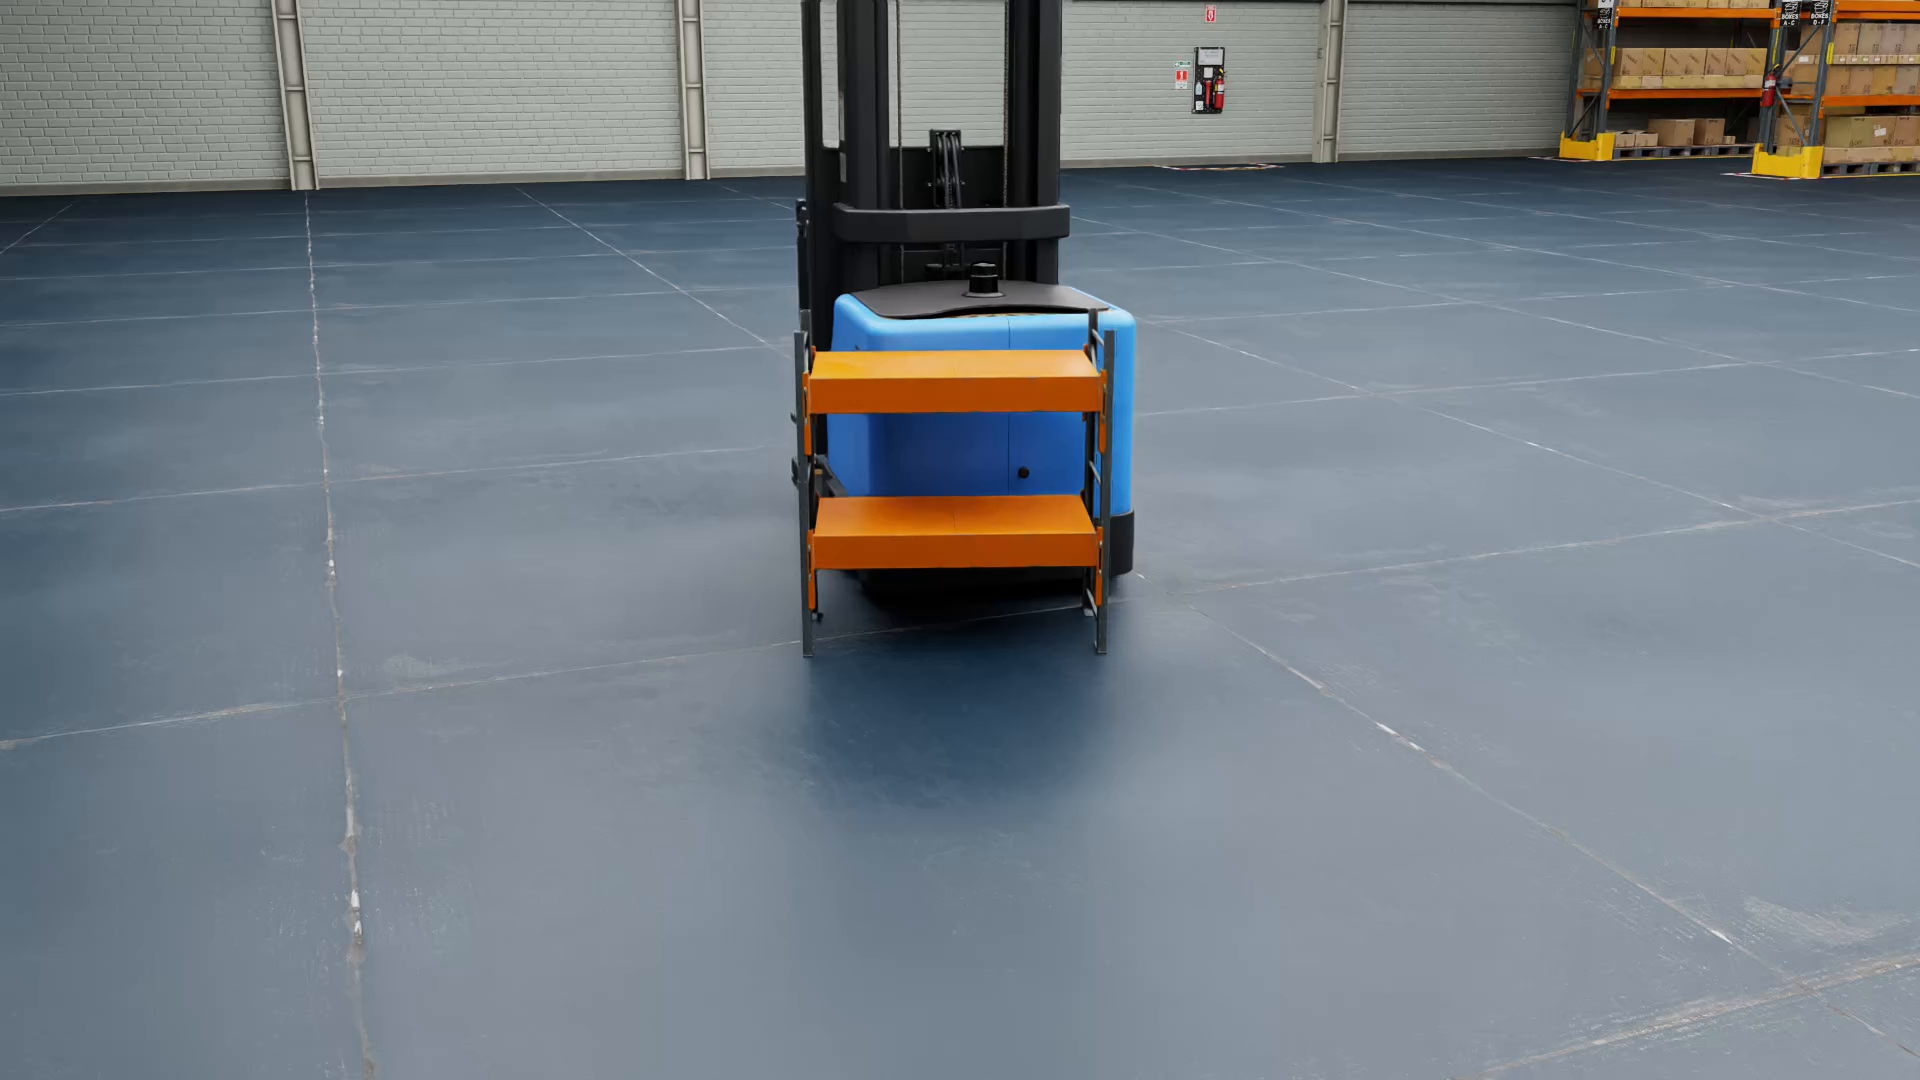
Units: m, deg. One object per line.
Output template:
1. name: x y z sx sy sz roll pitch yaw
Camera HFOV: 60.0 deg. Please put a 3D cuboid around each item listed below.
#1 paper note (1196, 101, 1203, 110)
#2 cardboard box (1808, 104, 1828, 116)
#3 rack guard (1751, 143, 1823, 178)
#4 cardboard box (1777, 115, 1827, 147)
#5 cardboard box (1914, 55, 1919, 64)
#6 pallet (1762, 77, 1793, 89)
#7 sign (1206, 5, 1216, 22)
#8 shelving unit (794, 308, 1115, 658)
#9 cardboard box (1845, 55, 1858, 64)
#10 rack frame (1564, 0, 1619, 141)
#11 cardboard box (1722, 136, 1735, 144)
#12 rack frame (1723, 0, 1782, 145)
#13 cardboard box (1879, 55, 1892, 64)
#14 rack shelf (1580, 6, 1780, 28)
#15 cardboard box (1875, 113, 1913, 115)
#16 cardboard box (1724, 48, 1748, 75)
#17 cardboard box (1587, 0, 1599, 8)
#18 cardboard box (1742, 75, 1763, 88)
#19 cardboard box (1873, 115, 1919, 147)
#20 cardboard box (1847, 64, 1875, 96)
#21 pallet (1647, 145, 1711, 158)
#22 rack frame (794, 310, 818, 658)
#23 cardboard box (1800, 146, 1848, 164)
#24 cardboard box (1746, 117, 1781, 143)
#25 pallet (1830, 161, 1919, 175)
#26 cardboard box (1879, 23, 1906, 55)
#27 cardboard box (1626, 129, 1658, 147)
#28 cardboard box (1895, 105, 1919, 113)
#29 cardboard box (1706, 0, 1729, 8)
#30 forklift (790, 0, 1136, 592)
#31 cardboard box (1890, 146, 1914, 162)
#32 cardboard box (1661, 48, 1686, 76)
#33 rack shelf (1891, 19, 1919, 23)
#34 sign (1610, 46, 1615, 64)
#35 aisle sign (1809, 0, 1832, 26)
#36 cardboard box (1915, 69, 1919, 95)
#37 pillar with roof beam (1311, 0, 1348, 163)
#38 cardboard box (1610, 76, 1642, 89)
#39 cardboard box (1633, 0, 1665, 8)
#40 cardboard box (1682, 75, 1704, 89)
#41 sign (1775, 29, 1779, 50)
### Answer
1. paper note: 4.368 -7.917 30.299 0.142 0.148 0.016 -6 17 -20
2. cardboard box: 17.449 -8.838 34.195 0.500 0.250 0.500 -7 18 -22
3. rack guard: 13.891 -6.381 27.940 0.348 0.500 1.175 -6 17 -20
4. cardboard box: 14.308 -6.957 28.269 0.500 0.500 0.500 -6 17 -20
5. cardboard box: 16.038 -8.106 28.050 0.250 0.149 0.380 -6 17 -18
6. pallet: 16.639 -9.236 33.565 1.213 0.211 1.003 -6 17 -20
7. sign: 4.515 -9.477 29.934 0.199 0.298 0.001 -6 17 -20
8. shelving unit: -0.026 -0.210 5.817 1.048 1.125 0.538 -1 16 -2
9. cardboard box: 14.603 -7.952 27.525 0.250 0.149 0.380 -7 18 -22
10. rack frame: 12.138 -8.886 32.033 0.127 3.000 1.000 -6 17 -20
11. cardboard box: 15.384 -8.079 33.533 0.250 0.166 0.380 -9 18 -27
12. rack frame: 15.873 -9.289 33.406 0.127 3.000 1.000 -6 17 -20
13. cardboard box: 15.321 -8.029 27.788 0.250 0.149 0.380 -7 18 -22
14. rack shelf: 14.005 -10.181 32.398 4.000 0.370 1.077 -6 17 -20
15. cardboard box: 16.170 -7.163 28.970 0.500 0.500 0.500 -6 17 -20
16. cardboard box: 15.078 -9.405 32.703 0.500 0.500 0.500 -6 17 -20
17. cardboard box: 12.437 -10.491 31.963 0.500 0.500 0.500 -5 17 -16
18. cardboard box: 15.539 -9.099 32.990 0.500 0.250 0.500 -6 17 -20
19. cardboard box: 15.896 -6.971 28.316 0.500 0.500 0.500 -6 17 -20
20. cardboard box: 14.843 -7.729 27.915 0.500 0.500 0.700 -6 17 -19
21. pallet: 14.117 -7.750 33.114 1.213 0.211 1.003 -6 17 -20
22. rack frame: -0.534 -0.204 5.796 0.032 1.125 0.500 -1 16 -2
23. cardboard box: 14.494 -6.460 27.909 0.500 0.250 0.500 -6 17 -20
24. cardboard box: 16.554 -8.379 33.964 0.500 0.500 0.700 -6 17 -18
25. pallet: 15.750 -6.455 28.704 1.213 0.211 1.003 -6 17 -20
26. cardboard box: 15.363 -8.408 27.925 0.500 0.500 0.700 -6 17 -20
27. cardboard box: 13.348 -7.910 32.702 0.500 0.311 0.500 -5 17 -15
28. cardboard box: 20.342 -8.902 35.158 0.750 0.750 0.750 -6 18 -21
29. cardboard box: 14.509 -10.556 32.185 0.500 0.500 0.500 -7 18 -22
30. forklift: -0.172 -1.587 7.300 1.130 2.935 3.031 -4 17 -13
31. cardboard box: 15.895 -6.611 28.422 0.500 0.250 0.500 -6 17 -20
32. cardboard box: 13.641 -9.250 32.173 0.500 0.500 0.500 -7 18 -22
33. rack shelf: 21.476 -10.988 35.145 4.000 0.370 1.077 -6 17 -20
34. sign: 12.332 -9.158 31.425 0.005 0.325 0.100 -6 17 -20
35. aisle sign: 13.962 -8.743 26.933 0.004 0.787 0.394 -6 17 -20
36. cardboard box: 16.277 -7.883 28.441 0.500 0.500 0.700 -6 17 -19
37. pillar with roof beam: 8.420 -10.325 26.286 0.400 9.000 9.100 -6 17 -20
38. cardboard box: 12.707 -8.789 31.934 0.500 0.250 0.500 -7 18 -22
39. cardboard box: 13.054 -10.395 31.637 0.500 0.500 0.500 -5 17 -16
40. cardboard box: 14.137 -8.945 32.466 0.500 0.250 0.500 -6 17 -20
41. sign: 13.733 -8.396 27.890 0.005 0.325 0.100 -6 17 -20
